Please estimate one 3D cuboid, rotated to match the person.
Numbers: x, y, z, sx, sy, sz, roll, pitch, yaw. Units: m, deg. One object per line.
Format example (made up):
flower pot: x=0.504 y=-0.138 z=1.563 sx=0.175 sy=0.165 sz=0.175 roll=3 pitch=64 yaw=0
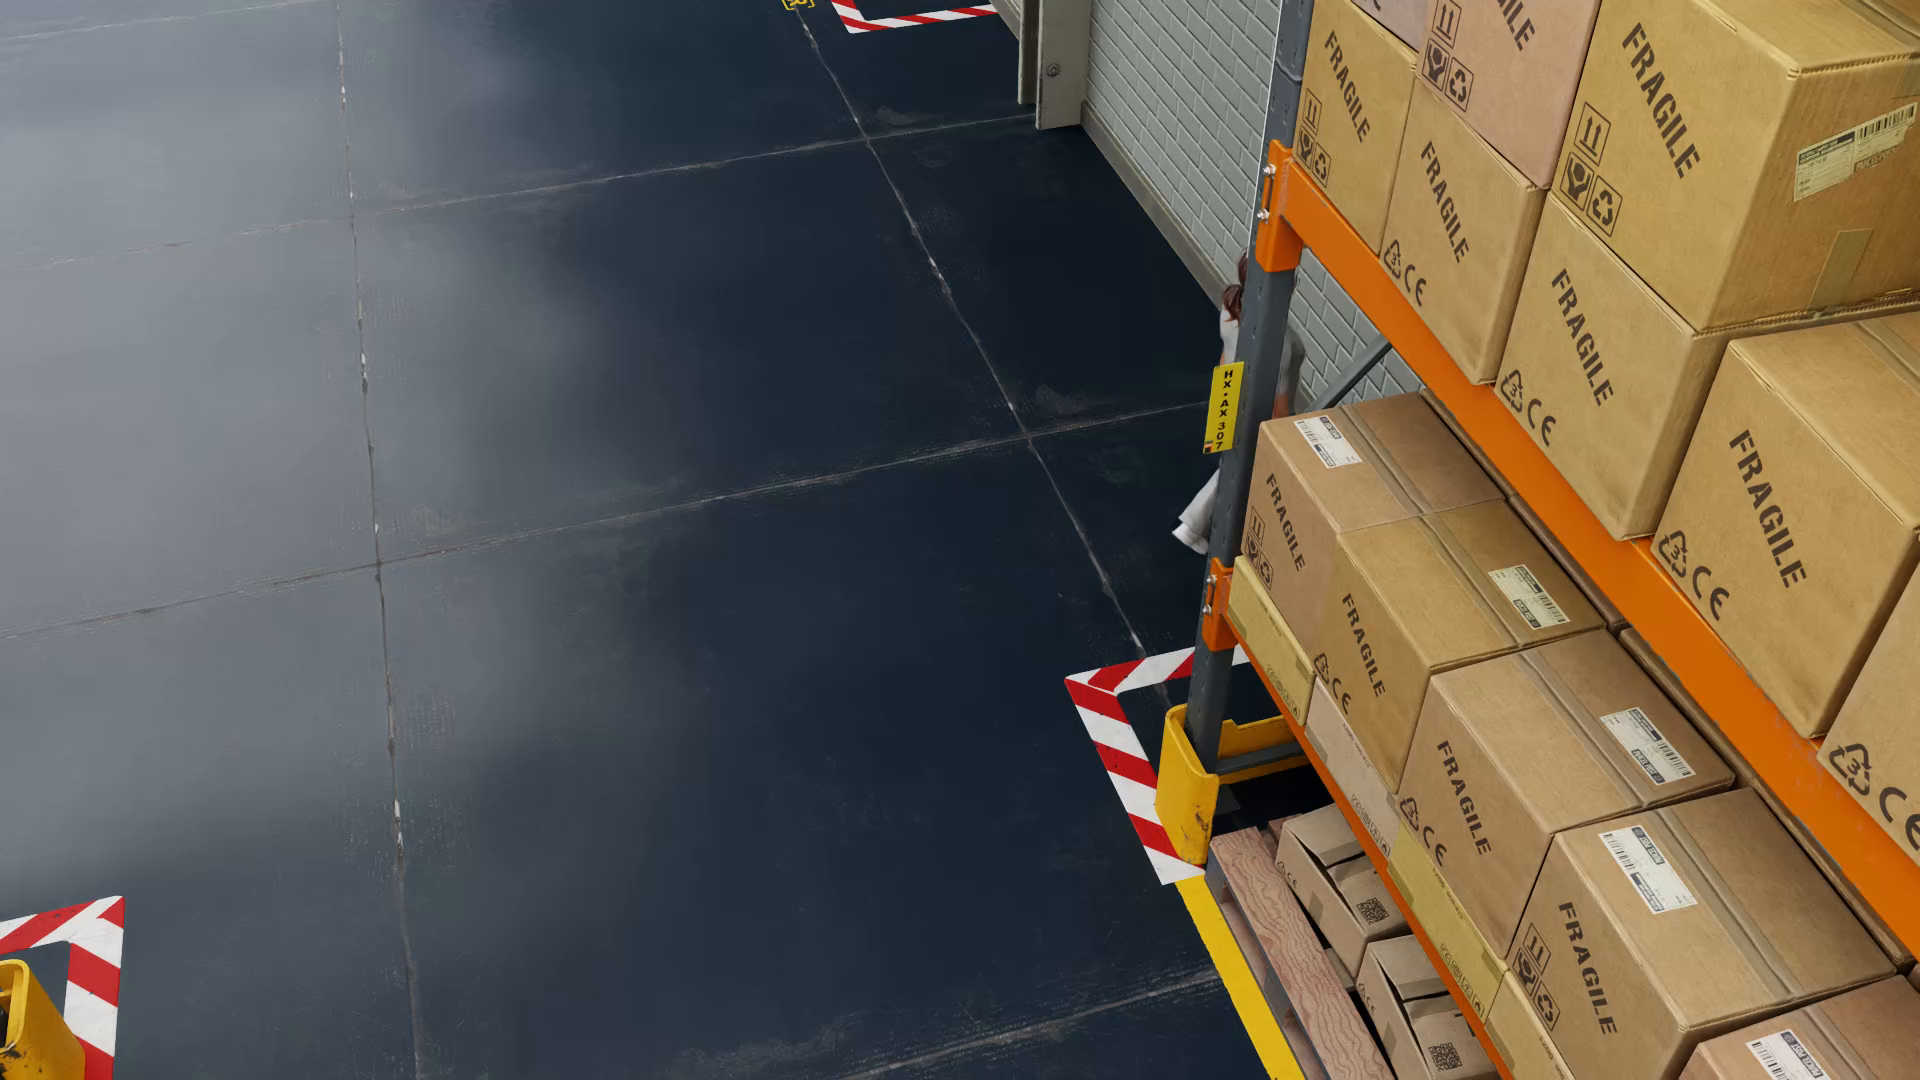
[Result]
person: x=1.208 y=-0.477 z=6.652 sx=0.572 sy=1.669 sz=0.479 roll=-15 pitch=45 yaw=-16
